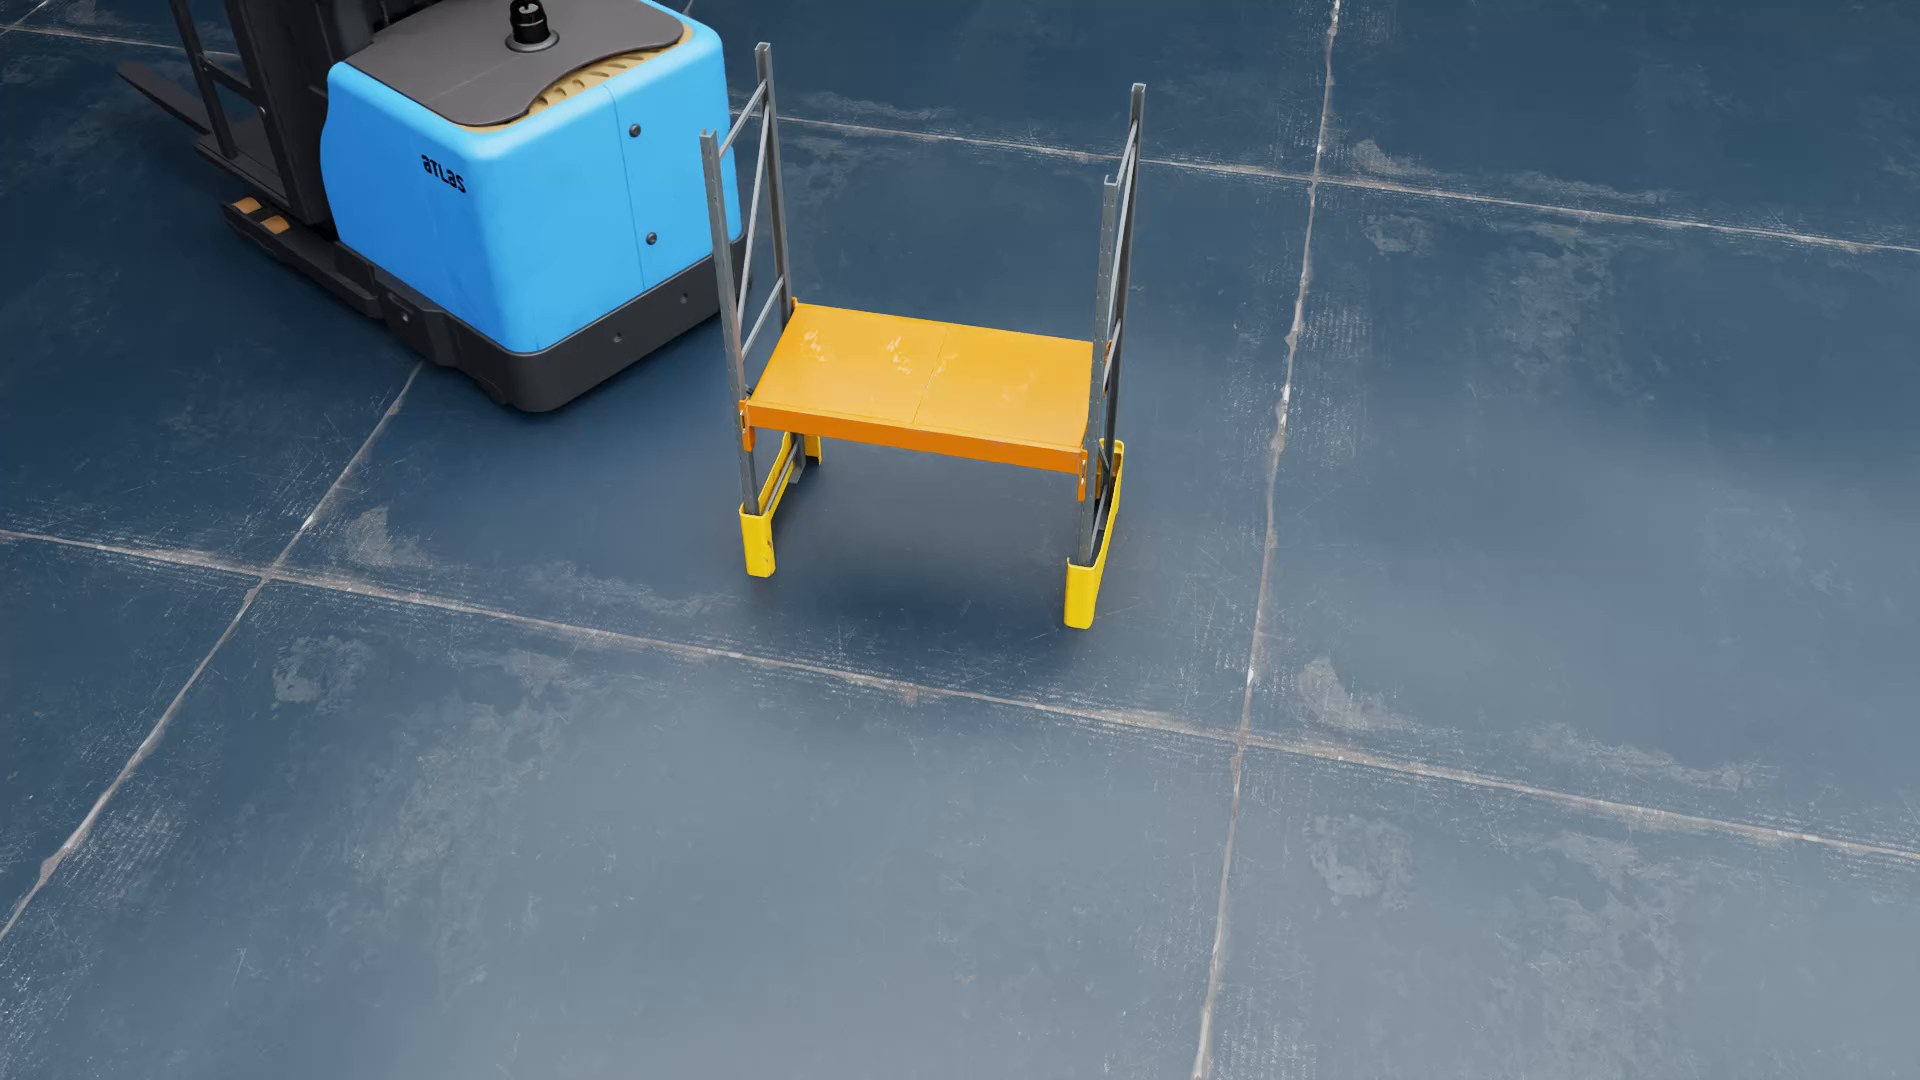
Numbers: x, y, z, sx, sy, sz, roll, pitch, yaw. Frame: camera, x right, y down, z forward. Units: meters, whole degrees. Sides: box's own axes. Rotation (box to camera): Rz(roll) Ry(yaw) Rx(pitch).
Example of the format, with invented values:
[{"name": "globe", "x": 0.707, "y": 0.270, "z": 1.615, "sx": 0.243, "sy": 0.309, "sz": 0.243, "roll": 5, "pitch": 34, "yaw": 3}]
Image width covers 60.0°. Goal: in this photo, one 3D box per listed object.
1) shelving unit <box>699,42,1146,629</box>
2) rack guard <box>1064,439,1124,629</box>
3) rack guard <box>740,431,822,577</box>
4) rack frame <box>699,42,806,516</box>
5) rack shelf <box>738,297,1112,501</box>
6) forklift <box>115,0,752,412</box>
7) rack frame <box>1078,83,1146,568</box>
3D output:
[{"name": "shelving unit", "x": -0.074, "y": -0.552, "z": 4.742, "sx": 1.083, "sy": 1.500, "sz": 0.587, "roll": 9, "pitch": 45, "yaw": 9}, {"name": "rack guard", "x": 0.412, "y": -0.026, "z": 5.097, "sx": 0.087, "sy": 0.250, "sz": 0.587, "roll": 9, "pitch": 45, "yaw": 9}, {"name": "rack guard", "x": -0.560, "y": -0.177, "z": 5.254, "sx": 0.087, "sy": 0.250, "sz": 0.587, "roll": 9, "pitch": 45, "yaw": 9}, {"name": "rack frame", "x": -0.579, "y": -0.630, "z": 4.823, "sx": 0.032, "sy": 1.500, "sz": 0.500, "roll": 9, "pitch": 45, "yaw": 9}, {"name": "rack shelf", "x": -0.083, "y": -0.424, "z": 4.868, "sx": 1.000, "sy": 0.185, "sz": 0.538, "roll": 9, "pitch": 45, "yaw": 9}, {"name": "forklift", "x": -2.204, "y": -2.369, "z": 5.598, "sx": 3.031, "sy": 2.935, "sz": 1.130, "roll": 31, "pitch": 52, "yaw": 28}, {"name": "rack frame", "x": 0.413, "y": -0.476, "z": 4.663, "sx": 0.032, "sy": 1.500, "sz": 0.500, "roll": 9, "pitch": 45, "yaw": 9}]
